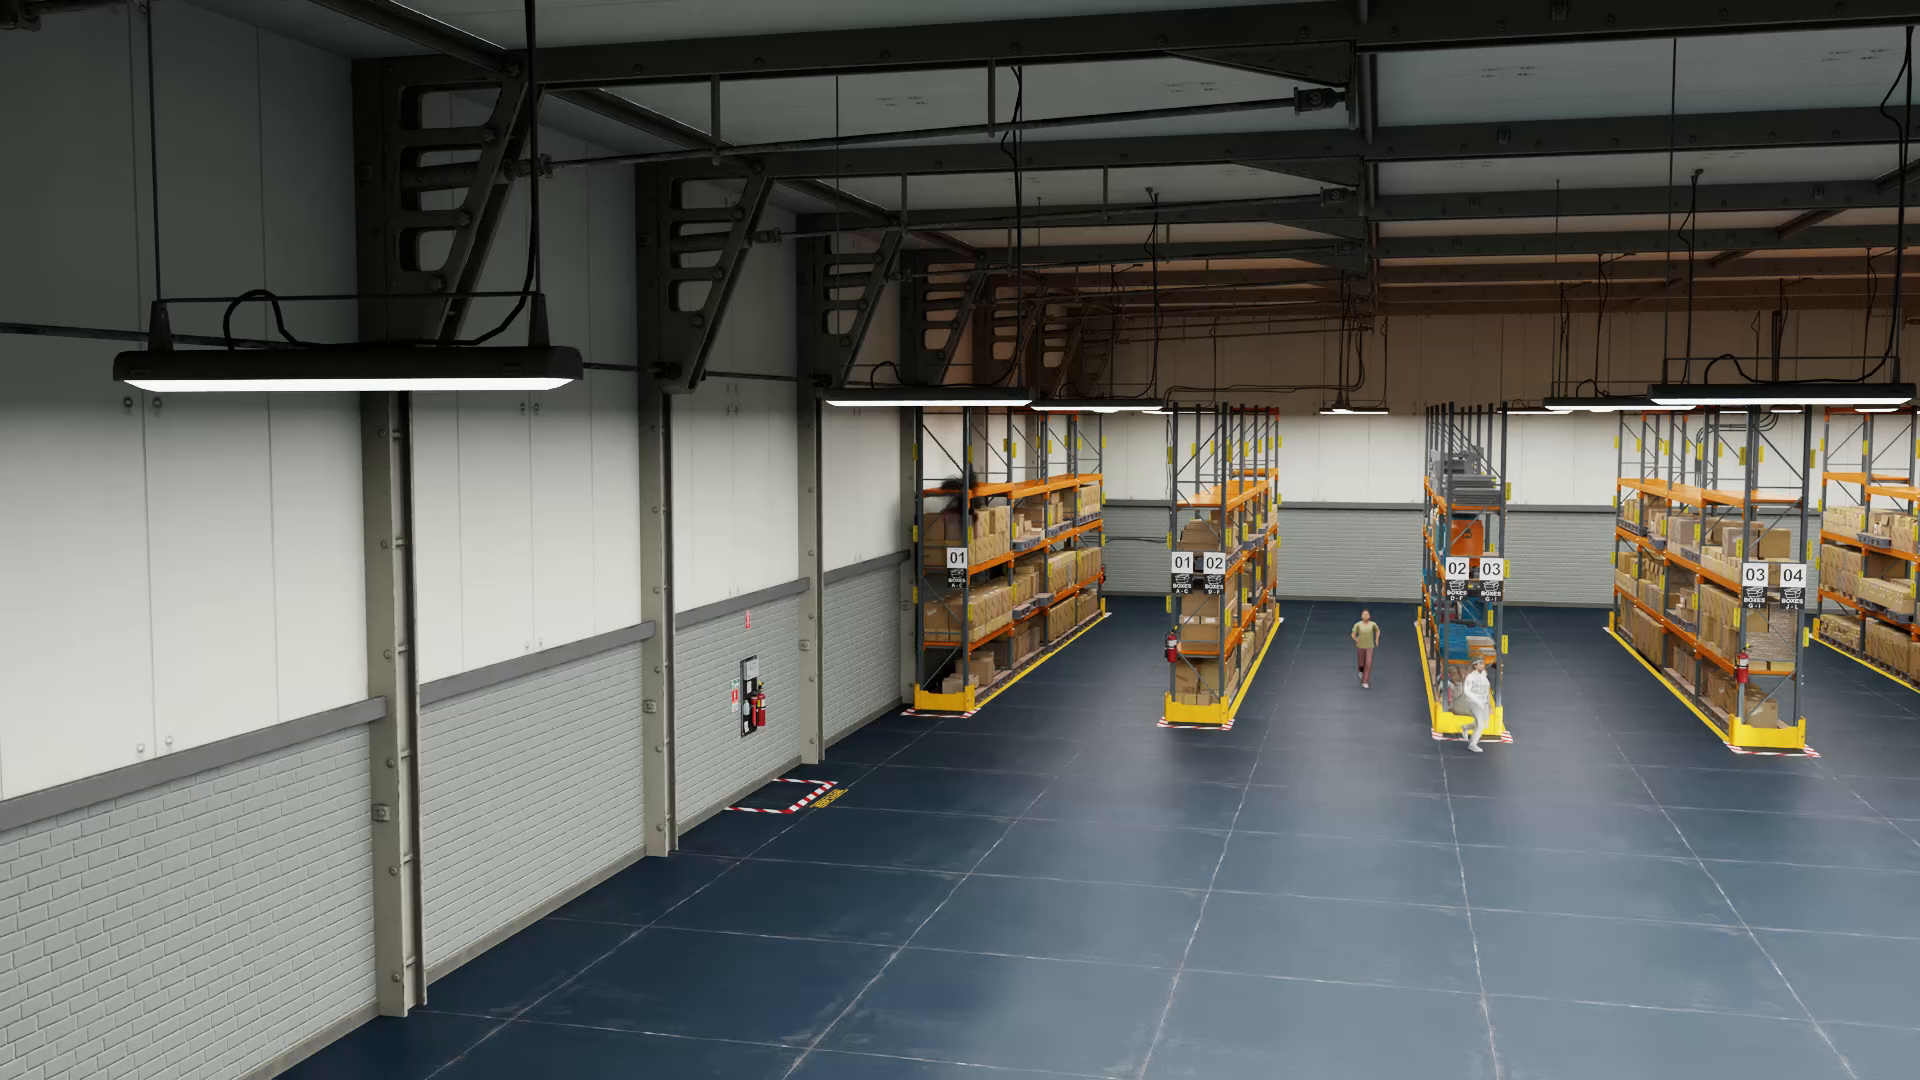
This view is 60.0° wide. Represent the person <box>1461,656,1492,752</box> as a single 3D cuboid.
[{"bbox_3d":[8.868,2.792,28.557,0.633,1.660,0.590,-3,5,-33],"label":"person"}]

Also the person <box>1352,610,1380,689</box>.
[{"bbox_3d":[8.644,2.297,35.405,0.593,1.640,0.875,1,4,11],"label":"person"}]
